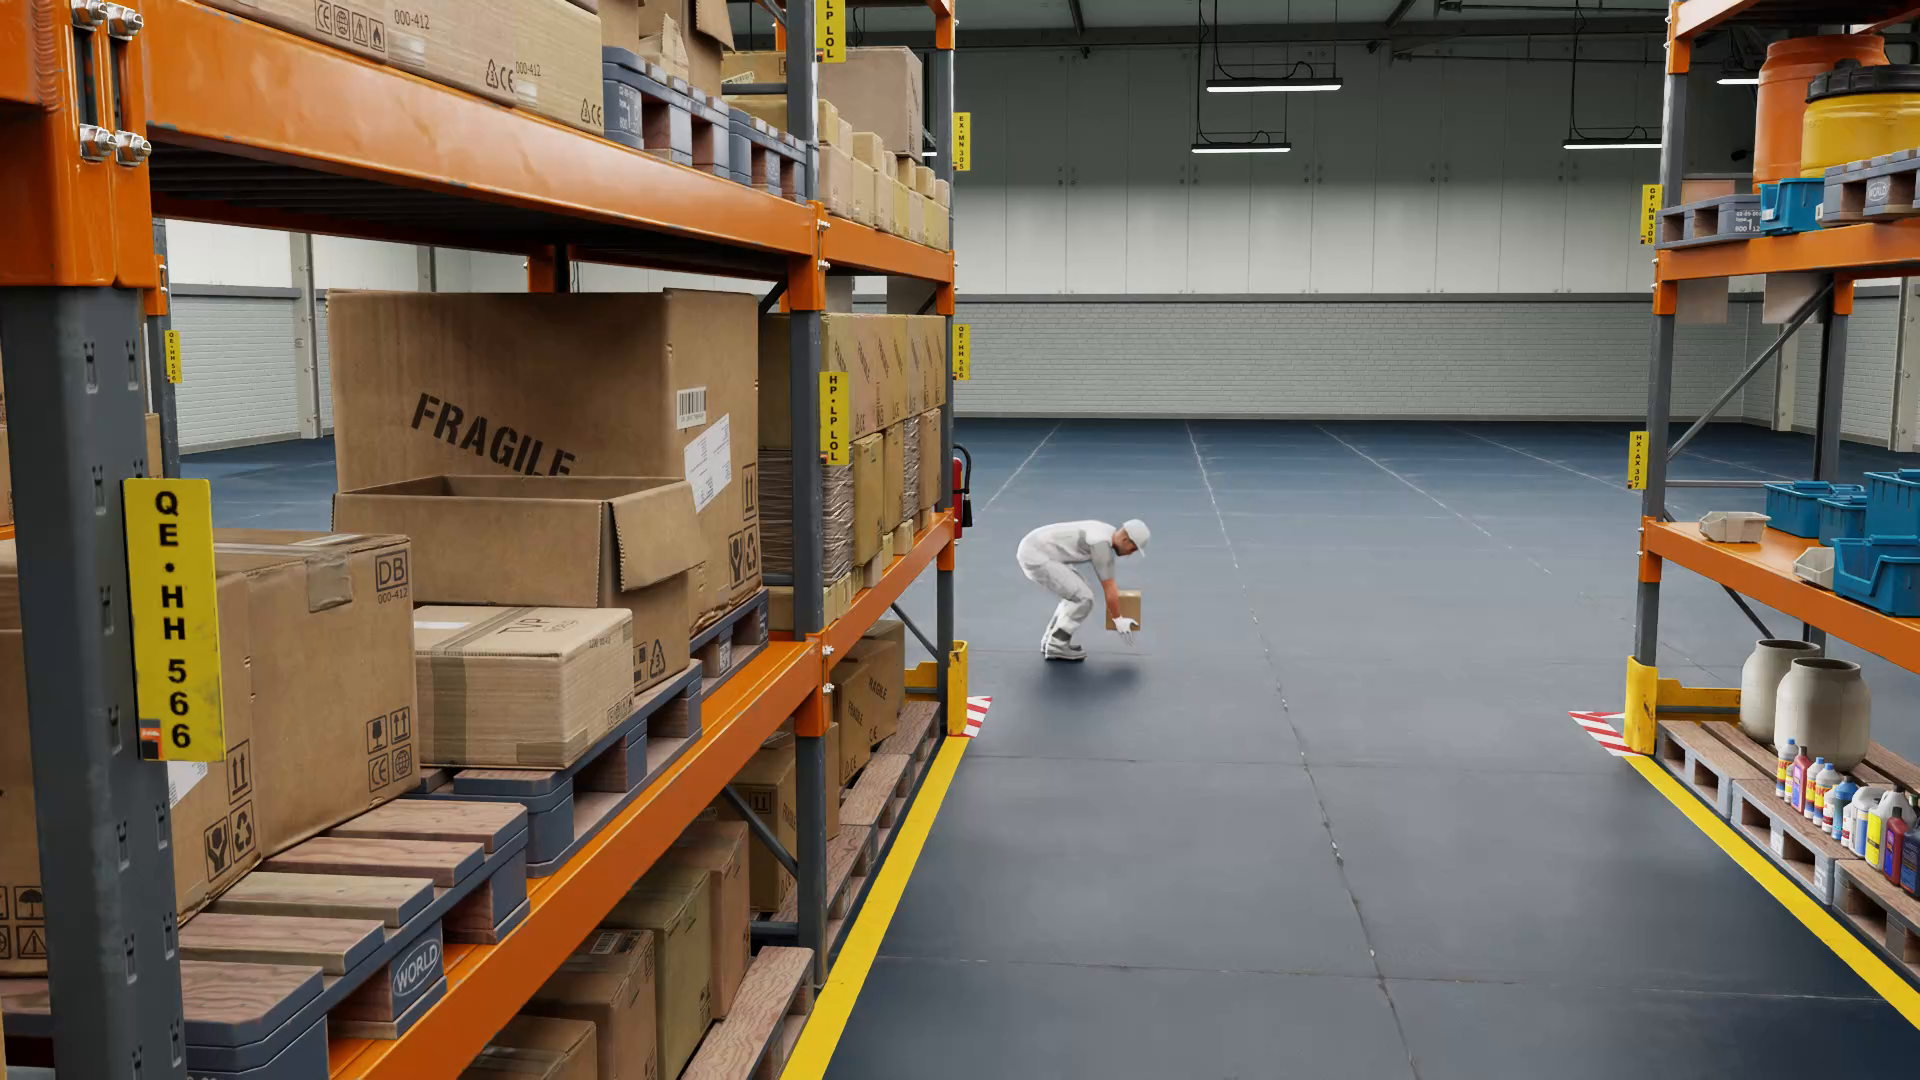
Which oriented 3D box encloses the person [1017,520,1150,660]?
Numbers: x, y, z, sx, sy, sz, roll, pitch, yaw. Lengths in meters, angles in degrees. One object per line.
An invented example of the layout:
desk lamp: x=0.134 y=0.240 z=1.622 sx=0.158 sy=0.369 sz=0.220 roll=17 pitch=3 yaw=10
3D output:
person: x=0.888 y=0.350 z=12.040 sx=0.957 sy=1.004 sz=0.531 roll=0 pitch=8 yaw=4
